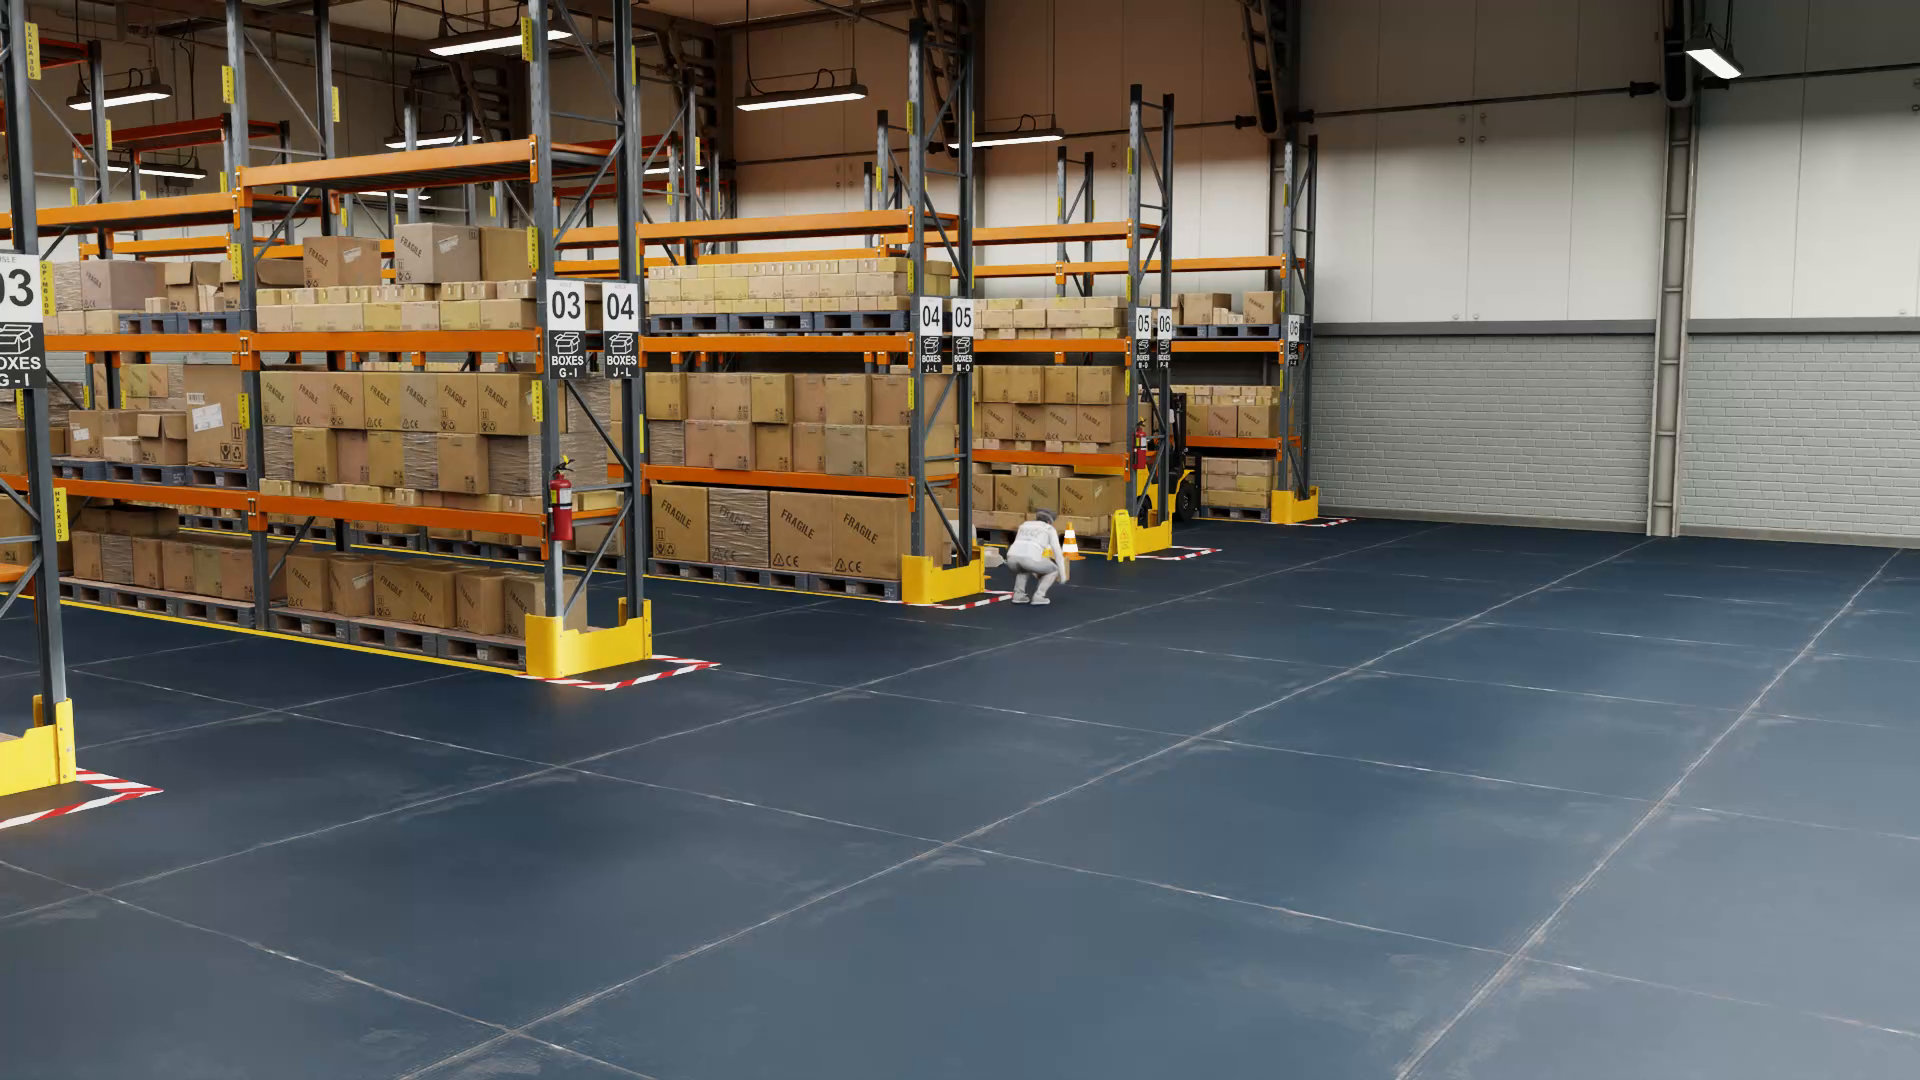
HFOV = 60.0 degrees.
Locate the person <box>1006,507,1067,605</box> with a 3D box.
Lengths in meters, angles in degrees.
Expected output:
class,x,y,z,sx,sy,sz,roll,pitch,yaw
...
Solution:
class,x,y,z,sx,sy,sz,roll,pitch,yaw
person,0.783,0.168,17.546,0.492,0.994,0.819,4,8,33
